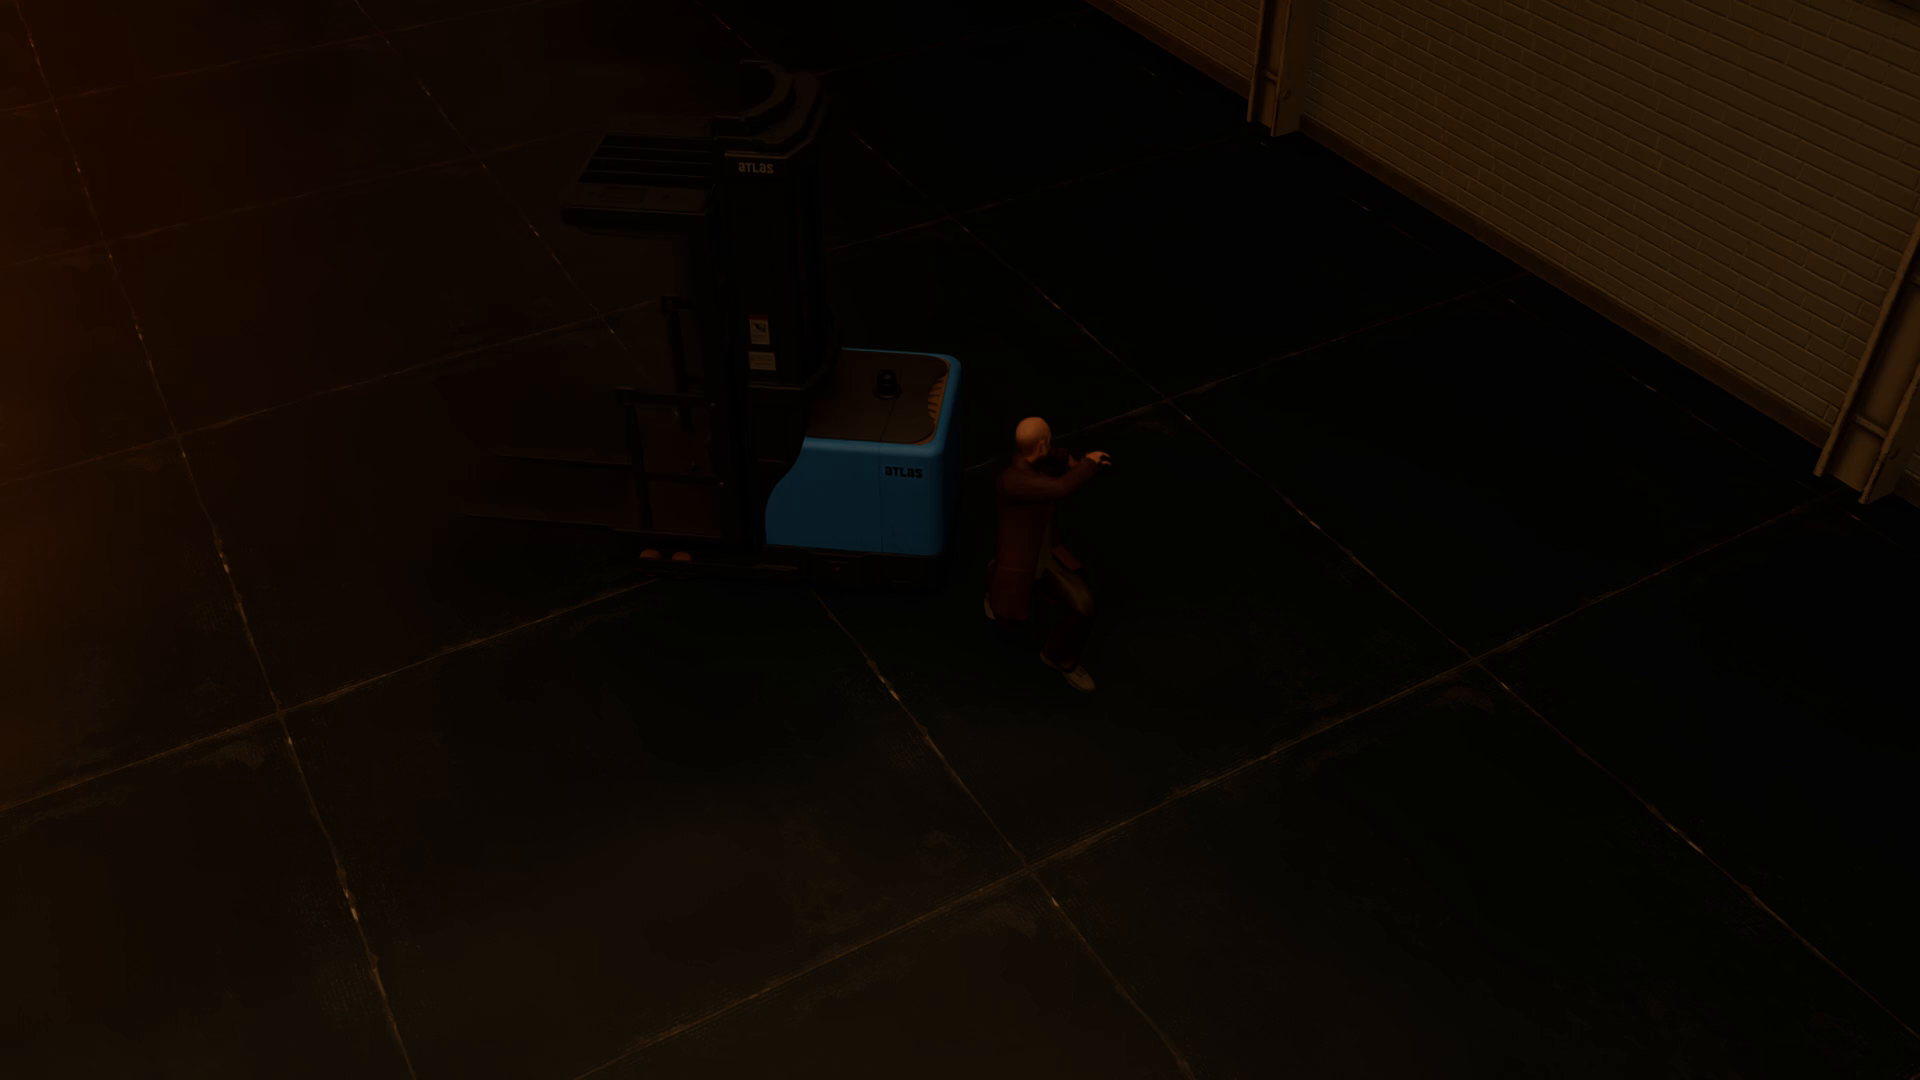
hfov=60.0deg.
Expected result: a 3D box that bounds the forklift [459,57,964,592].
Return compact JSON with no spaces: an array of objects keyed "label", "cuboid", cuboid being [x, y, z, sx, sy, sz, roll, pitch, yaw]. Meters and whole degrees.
[{"label":"forklift","cuboid":[-1.531,-1.223,9.510,3.031,2.935,1.130,4,40,5]}]

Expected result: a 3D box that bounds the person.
[{"label":"person","cuboid":[0.560,-0.044,9.240,0.957,1.475,1.053,-28,47,-30]}]
